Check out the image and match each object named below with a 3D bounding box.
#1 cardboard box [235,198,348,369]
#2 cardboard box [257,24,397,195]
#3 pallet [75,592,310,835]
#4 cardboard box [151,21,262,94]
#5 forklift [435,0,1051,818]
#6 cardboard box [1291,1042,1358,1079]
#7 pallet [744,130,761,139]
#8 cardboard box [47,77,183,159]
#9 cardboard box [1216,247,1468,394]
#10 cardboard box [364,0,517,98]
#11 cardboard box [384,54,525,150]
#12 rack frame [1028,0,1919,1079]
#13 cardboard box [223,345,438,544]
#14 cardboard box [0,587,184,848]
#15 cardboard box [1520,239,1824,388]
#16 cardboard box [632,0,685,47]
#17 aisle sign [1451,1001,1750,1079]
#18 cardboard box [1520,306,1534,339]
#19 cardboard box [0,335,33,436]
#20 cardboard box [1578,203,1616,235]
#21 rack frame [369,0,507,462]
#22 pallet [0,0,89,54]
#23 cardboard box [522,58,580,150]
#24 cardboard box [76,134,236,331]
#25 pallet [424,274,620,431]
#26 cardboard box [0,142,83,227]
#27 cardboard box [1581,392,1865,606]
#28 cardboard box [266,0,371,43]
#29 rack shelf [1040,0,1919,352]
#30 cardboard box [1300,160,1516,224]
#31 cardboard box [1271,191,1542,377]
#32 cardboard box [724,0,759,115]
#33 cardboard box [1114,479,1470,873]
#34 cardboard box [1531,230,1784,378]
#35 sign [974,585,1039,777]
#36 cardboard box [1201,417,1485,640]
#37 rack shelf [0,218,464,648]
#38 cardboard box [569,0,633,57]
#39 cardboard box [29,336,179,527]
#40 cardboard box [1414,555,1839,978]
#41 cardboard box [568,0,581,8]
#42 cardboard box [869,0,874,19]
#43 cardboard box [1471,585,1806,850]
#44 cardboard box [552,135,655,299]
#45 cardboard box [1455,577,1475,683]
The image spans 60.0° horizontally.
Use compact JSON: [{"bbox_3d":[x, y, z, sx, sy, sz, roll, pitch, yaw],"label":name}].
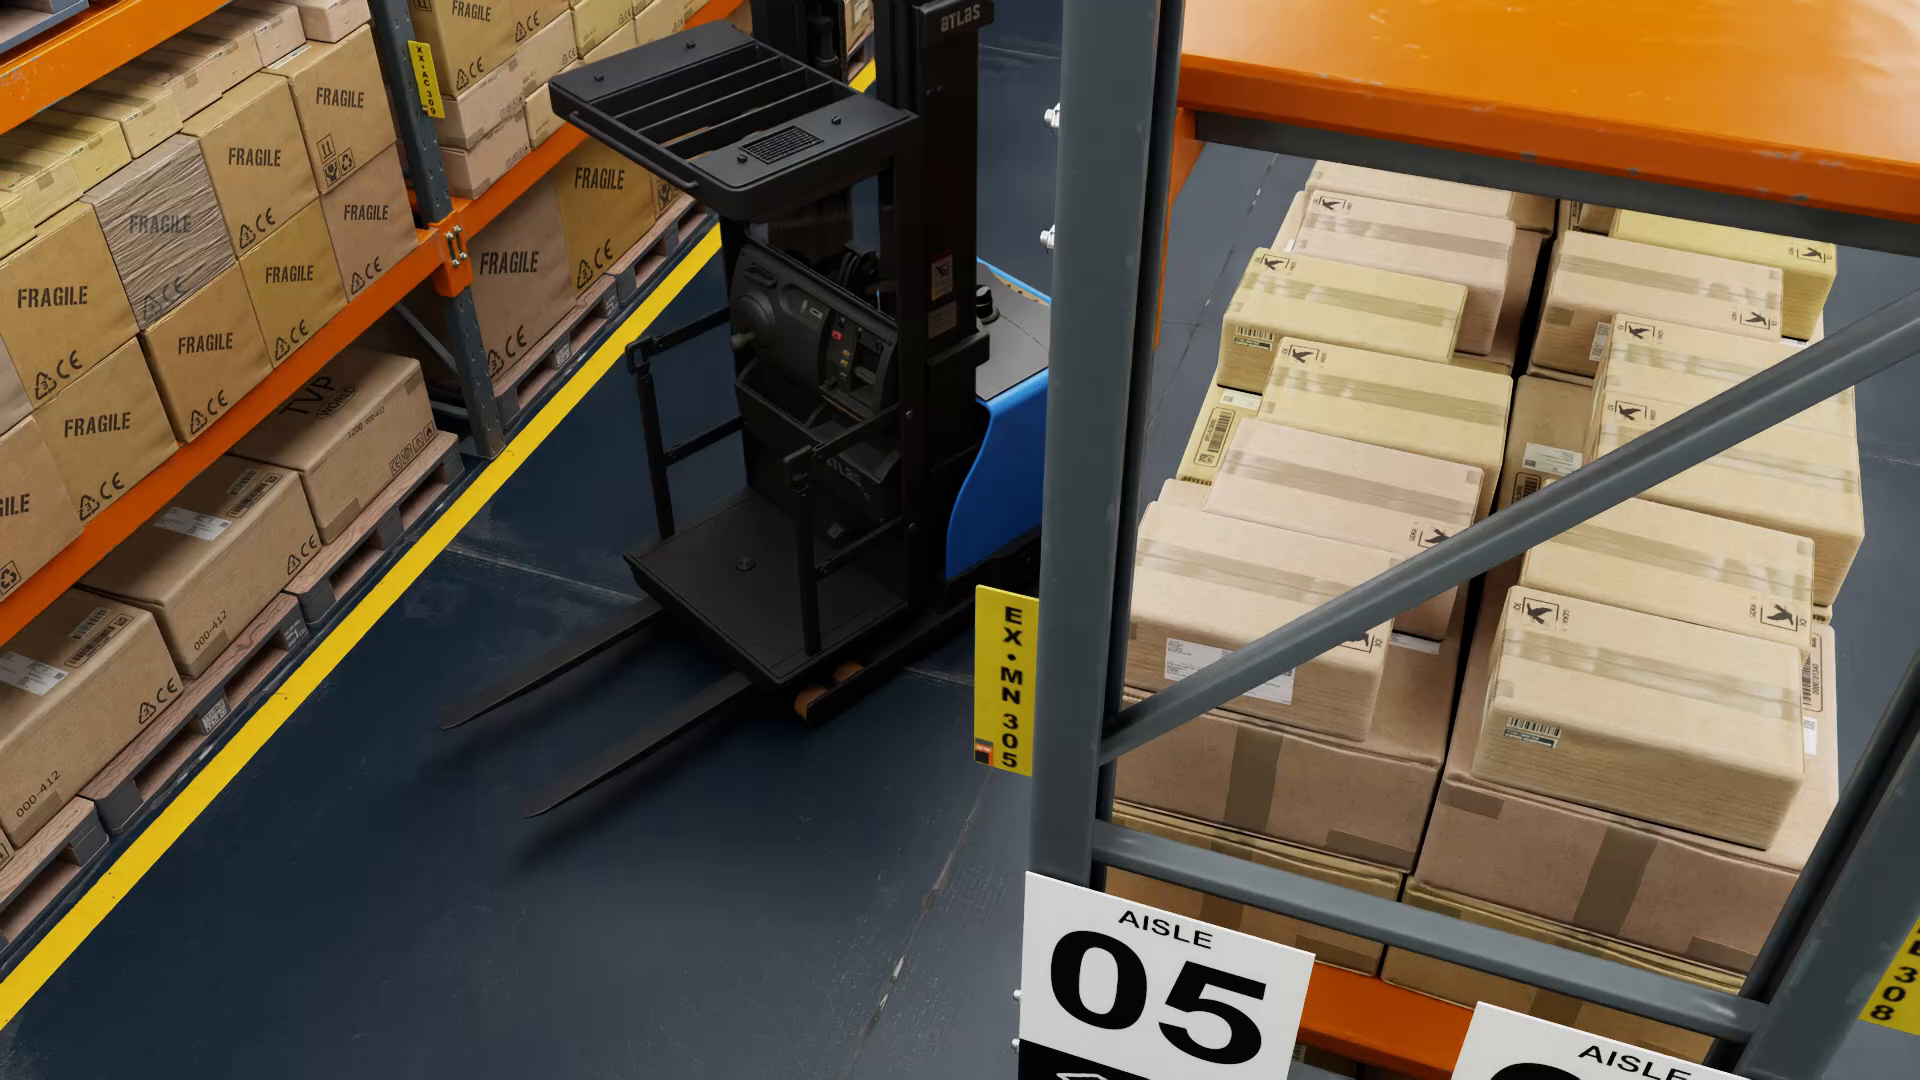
[{"bbox_3d":[-2.826,-1.055,6.553,0.500,0.500,0.500,12,42,14],"label":"cardboard box"},{"bbox_3d":[-2.638,-1.741,6.586,0.500,0.500,0.500,13,42,15],"label":"cardboard box"},{"bbox_3d":[-3.486,0.582,6.859,1.003,0.211,1.213,13,42,15],"label":"pallet"},{"bbox_3d":[-2.829,-1.792,6.146,0.380,0.149,0.250,13,42,15],"label":"cardboard box"},{"bbox_3d":[-0.730,-0.746,6.320,3.031,2.935,1.130,-31,49,-31],"label":"forklift"},{"bbox_3d":[0.505,0.939,3.216,0.500,0.500,0.500,12,42,14],"label":"cardboard box"},{"bbox_3d":[-1.709,-2.587,10.573,1.003,0.211,1.213,13,42,15],"label":"pallet"},{"bbox_3d":[-2.951,-1.473,5.772,0.380,0.149,0.250,13,42,15],"label":"cardboard box"},{"bbox_3d":[0.671,-0.360,2.926,0.380,0.149,0.250,14,42,16],"label":"cardboard box"},{"bbox_3d":[-2.316,-2.295,7.235,0.500,0.500,0.500,14,42,16],"label":"cardboard box"},{"bbox_3d":[-2.321,-2.011,7.480,0.500,0.250,0.500,12,42,14],"label":"cardboard box"},{"bbox_3d":[0.582,-0.478,1.330,1.000,3.000,0.127,13,42,15],"label":"rack frame"},{"bbox_3d":[-3.052,-0.498,7.627,0.875,0.438,0.875,13,42,14],"label":"cardboard box"},{"bbox_3d":[-3.668,0.598,6.342,0.875,0.438,0.875,14,43,16],"label":"cardboard box"},{"bbox_3d":[1.338,-0.304,3.168,0.500,0.250,0.500,14,42,16],"label":"cardboard box"},{"bbox_3d":[-1.793,-2.753,8.734,0.500,0.250,0.500,13,42,14],"label":"cardboard box"},{"bbox_3d":[0.839,0.927,2.303,0.394,0.787,0.004,13,42,15],"label":"aisle sign"},{"bbox_3d":[1.510,-0.446,3.720,0.500,0.250,0.500,13,42,15],"label":"cardboard box"},{"bbox_3d":[-3.334,-0.513,5.146,0.500,0.500,0.500,13,42,15],"label":"cardboard box"},{"bbox_3d":[1.465,-0.709,3.336,0.380,0.149,0.250,15,43,17],"label":"cardboard box"},{"bbox_3d":[-2.737,-1.672,7.352,1.000,3.000,0.127,13,42,15],"label":"rack frame"},{"bbox_3d":[-3.445,-1.541,4.956,1.003,0.211,1.213,13,42,15],"label":"pallet"},{"bbox_3d":[-2.162,-2.141,8.017,0.500,0.250,0.500,12,42,14],"label":"cardboard box"},{"bbox_3d":[-2.985,-1.121,5.859,0.500,0.500,0.500,14,42,16],"label":"cardboard box"},{"bbox_3d":[-2.544,-1.099,8.829,1.003,0.211,1.213,13,42,15],"label":"pallet"},{"bbox_3d":[-3.109,-1.160,5.405,0.380,0.149,0.250,13,42,15],"label":"cardboard box"},{"bbox_3d":[1.172,-0.069,2.586,0.380,0.149,0.250,13,42,15],"label":"cardboard box"},{"bbox_3d":[-2.543,-2.079,6.482,0.380,0.149,0.250,12,42,14],"label":"cardboard box"},{"bbox_3d":[1.266,-1.422,2.994,1.077,0.370,4.000,13,42,15],"label":"rack shelf"},{"bbox_3d":[0.887,-0.663,3.282,0.380,0.149,0.250,14,42,16],"label":"cardboard box"},{"bbox_3d":[0.852,-0.431,3.317,0.500,0.250,0.500,14,42,16],"label":"cardboard box"},{"bbox_3d":[-1.683,-3.060,10.293,0.875,0.875,0.875,13,42,15],"label":"cardboard box"},{"bbox_3d":[0.500,0.193,2.586,0.500,0.250,0.500,12,42,14],"label":"cardboard box"},{"bbox_3d":[1.245,-0.398,2.971,0.380,0.149,0.250,14,43,16],"label":"cardboard box"},{"bbox_3d":[0.067,0.191,2.175,0.100,0.325,0.005,13,42,15],"label":"sign"},{"bbox_3d":[0.576,-0.023,2.531,0.380,0.149,0.250,14,42,16],"label":"cardboard box"},{"bbox_3d":[-3.420,-0.179,6.156,1.077,0.370,4.000,13,42,15],"label":"rack shelf"},{"bbox_3d":[-1.972,-2.637,8.214,0.500,0.250,0.500,14,42,16],"label":"cardboard box"},{"bbox_3d":[-3.177,-0.430,5.819,0.500,0.500,0.500,15,43,17],"label":"cardboard box"},{"bbox_3d":[0.980,0.314,2.443,0.500,0.250,0.500,14,42,16],"label":"cardboard box"},{"bbox_3d":[-1.994,-2.917,7.964,0.500,0.500,0.500,12,42,14],"label":"cardboard box"},{"bbox_3d":[-0.921,-4.066,11.859,0.950,0.372,0.625,13,42,14],"label":"cardboard box"},{"bbox_3d":[0.907,0.232,2.233,0.380,0.149,0.250,13,42,15],"label":"cardboard box"},{"bbox_3d":[-2.298,-1.972,9.017,0.875,0.875,0.875,14,43,16],"label":"cardboard box"},{"bbox_3d":[1.160,0.183,2.982,0.500,0.250,0.500,15,43,16],"label":"cardboard box"}]
